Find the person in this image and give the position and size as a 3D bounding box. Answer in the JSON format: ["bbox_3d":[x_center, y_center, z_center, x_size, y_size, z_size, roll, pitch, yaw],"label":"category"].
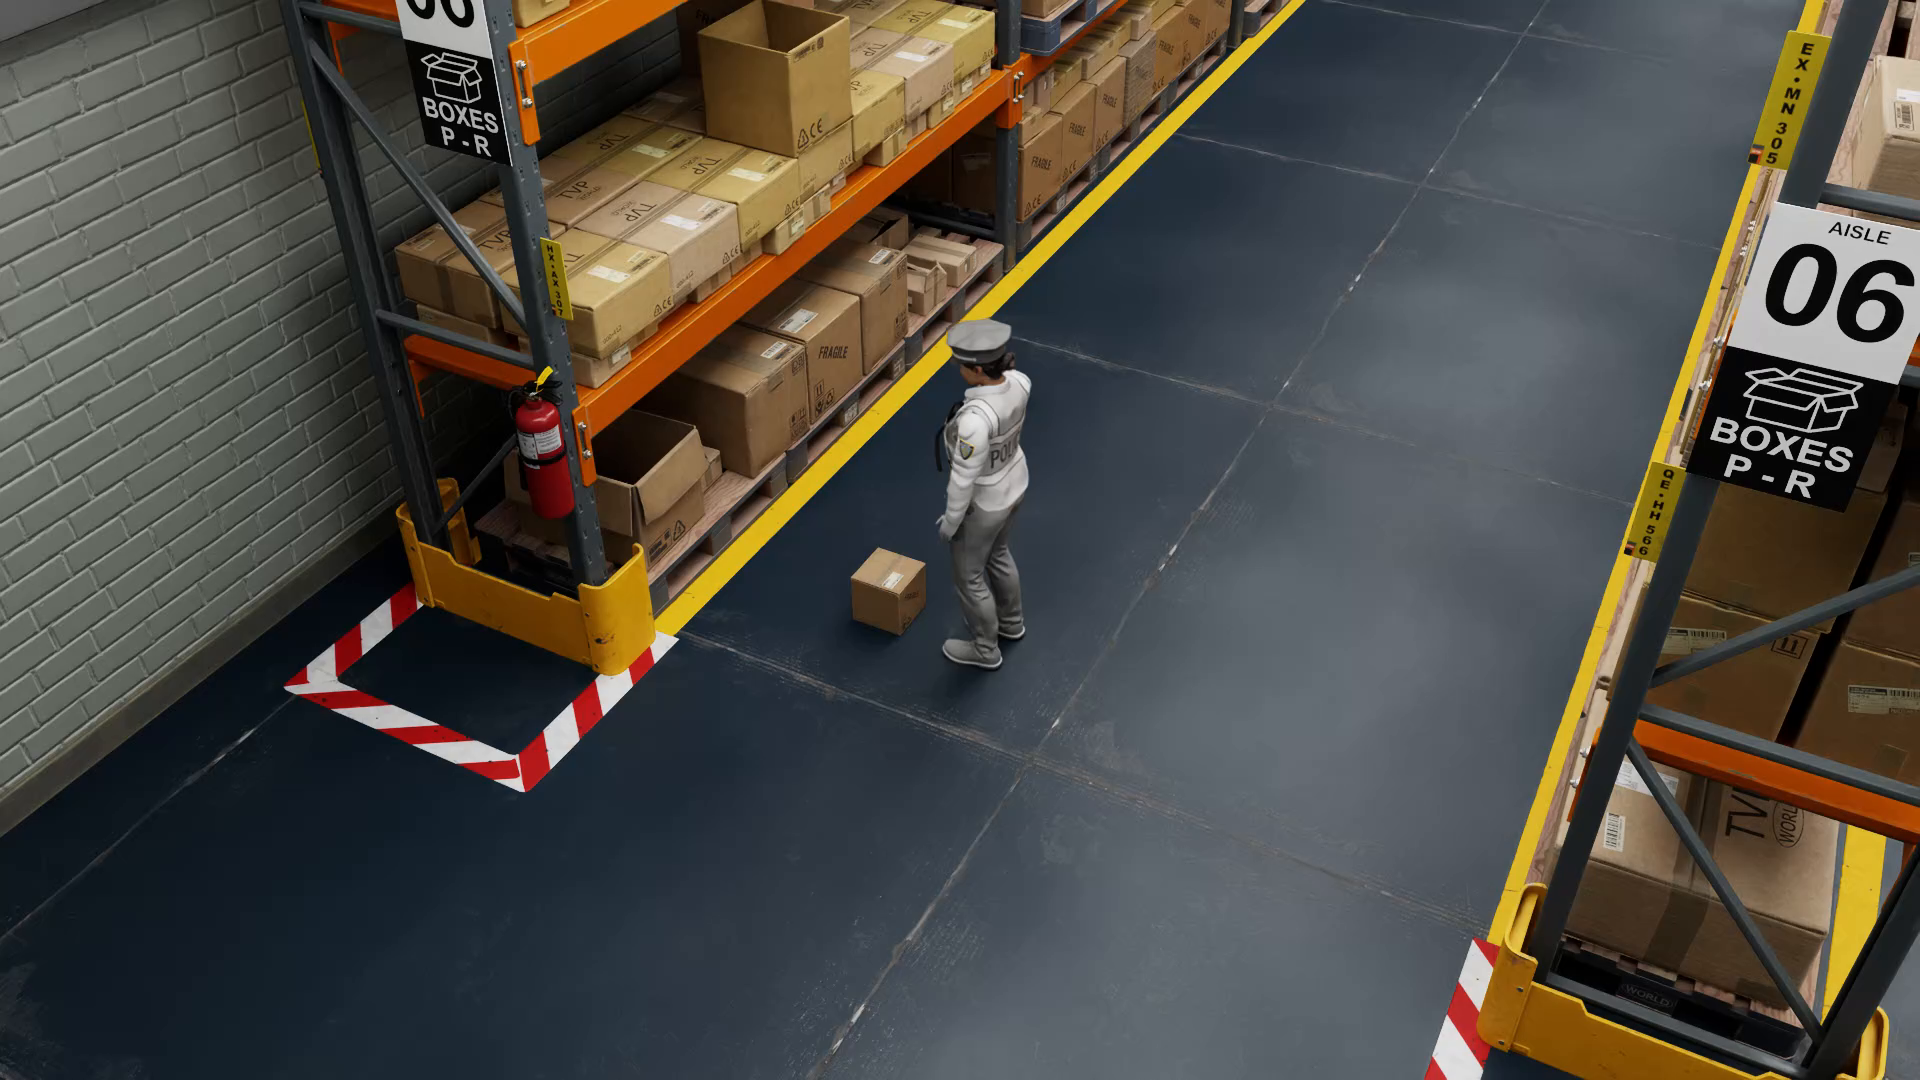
[{"bbox_3d":[0.095,-0.164,6.965,0.327,1.662,0.473,19,42,22],"label":"person"}]
